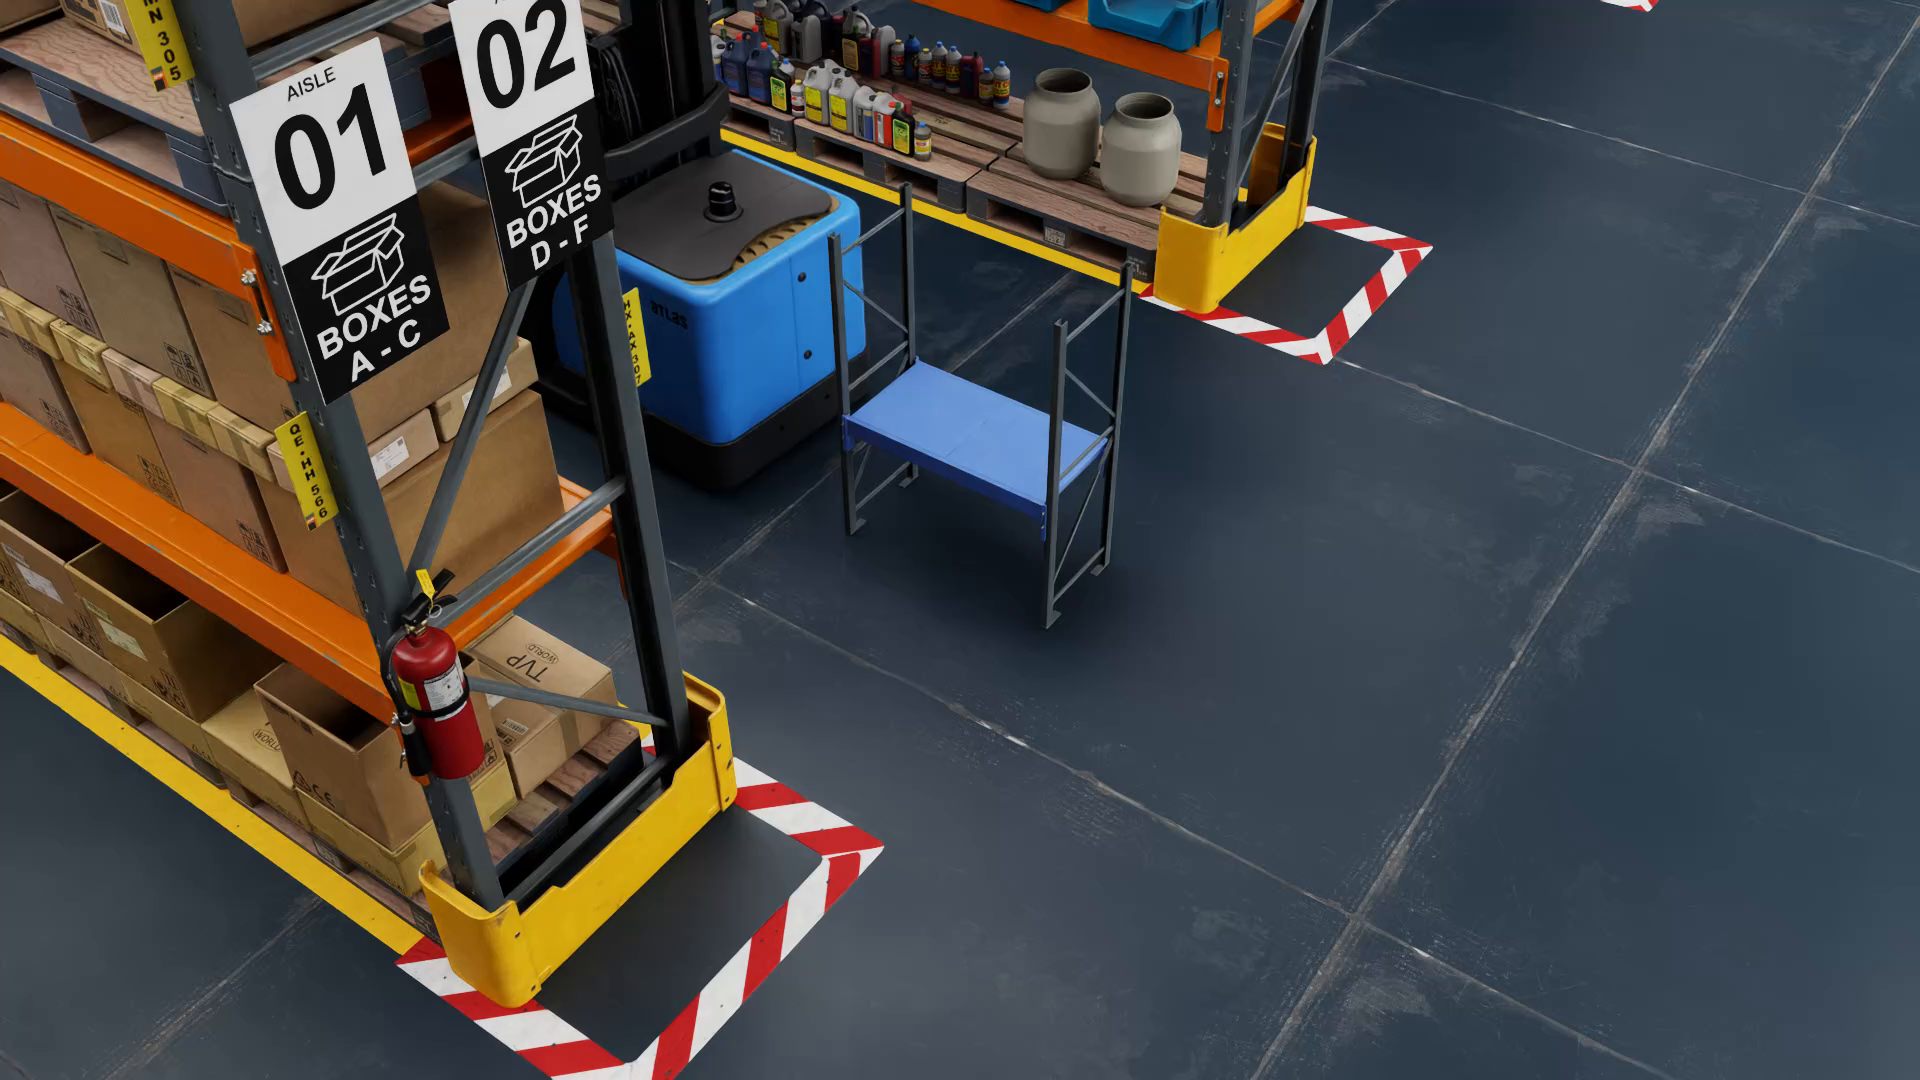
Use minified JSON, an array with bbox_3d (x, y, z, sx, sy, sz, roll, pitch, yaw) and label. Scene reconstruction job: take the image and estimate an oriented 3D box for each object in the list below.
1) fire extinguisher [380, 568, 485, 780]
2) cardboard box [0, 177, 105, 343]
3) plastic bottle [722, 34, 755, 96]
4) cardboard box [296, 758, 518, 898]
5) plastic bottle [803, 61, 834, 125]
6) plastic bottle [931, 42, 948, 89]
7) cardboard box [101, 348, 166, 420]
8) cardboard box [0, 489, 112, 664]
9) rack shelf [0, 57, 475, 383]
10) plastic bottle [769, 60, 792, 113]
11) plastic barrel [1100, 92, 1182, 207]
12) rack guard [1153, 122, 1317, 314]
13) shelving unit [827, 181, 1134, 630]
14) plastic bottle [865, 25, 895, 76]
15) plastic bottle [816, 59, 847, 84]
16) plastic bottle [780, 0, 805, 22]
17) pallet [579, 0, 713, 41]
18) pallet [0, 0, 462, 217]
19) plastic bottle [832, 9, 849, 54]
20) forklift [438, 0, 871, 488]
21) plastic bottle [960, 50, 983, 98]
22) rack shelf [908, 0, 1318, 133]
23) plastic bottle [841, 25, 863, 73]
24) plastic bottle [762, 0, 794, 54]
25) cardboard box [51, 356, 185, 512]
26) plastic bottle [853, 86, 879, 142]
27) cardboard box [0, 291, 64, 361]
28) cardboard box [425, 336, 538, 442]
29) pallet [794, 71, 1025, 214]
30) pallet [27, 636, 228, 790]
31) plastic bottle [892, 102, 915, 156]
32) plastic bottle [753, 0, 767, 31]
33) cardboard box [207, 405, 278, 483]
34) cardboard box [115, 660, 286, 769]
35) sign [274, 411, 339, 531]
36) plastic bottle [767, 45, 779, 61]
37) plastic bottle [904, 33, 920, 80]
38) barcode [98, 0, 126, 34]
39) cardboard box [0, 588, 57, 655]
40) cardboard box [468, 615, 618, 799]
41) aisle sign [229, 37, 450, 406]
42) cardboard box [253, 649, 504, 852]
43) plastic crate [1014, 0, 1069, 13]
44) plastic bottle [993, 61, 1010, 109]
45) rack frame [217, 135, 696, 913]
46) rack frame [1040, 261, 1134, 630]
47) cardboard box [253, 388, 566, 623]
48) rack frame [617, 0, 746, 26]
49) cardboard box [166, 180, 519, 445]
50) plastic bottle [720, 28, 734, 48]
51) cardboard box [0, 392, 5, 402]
[{"bbox_3d":[-1.470,0.387,4.626,0.183,0.674,0.296,25,48,25],"label":"fire extinguisher"},{"bbox_3d":[-2.565,-1.058,5.135,0.500,0.500,0.700,25,48,25],"label":"cardboard box"},{"bbox_3d":[-1.305,-2.816,9.804,0.185,0.351,0.144,26,48,26],"label":"plastic bottle"},{"bbox_3d":[-1.908,0.884,5.760,0.500,0.250,0.500,25,48,25],"label":"cardboard box"},{"bbox_3d":[-0.802,-2.581,9.542,0.185,0.351,0.144,25,47,25],"label":"plastic bottle"},{"bbox_3d":[-0.120,-2.824,9.873,0.097,0.271,0.097,0,42,0],"label":"plastic bottle"},{"bbox_3d":[-2.351,-0.557,5.061,0.250,0.149,0.380,26,48,26],"label":"cardboard box"},{"bbox_3d":[-3.145,0.038,6.143,0.500,0.500,0.500,25,48,25],"label":"cardboard box"},{"bbox_3d":[-2.937,-1.556,5.030,4.000,0.370,1.077,25,48,25],"label":"rack shelf"},{"bbox_3d":[-1.039,-2.633,9.650,0.133,0.283,0.061,27,48,27],"label":"plastic bottle"},{"bbox_3d":[0.965,-2.083,8.879,0.421,0.512,0.421,0,42,0],"label":"plastic barrel"},{"bbox_3d":[1.458,-1.715,8.792,0.348,0.500,1.175,25,48,25],"label":"rack guard"},{"bbox_3d":[0.070,-0.526,6.713,1.048,1.500,0.538,25,48,25],"label":"shelving unit"},{"bbox_3d":[-0.482,-2.973,10.036,0.135,0.276,0.152,26,48,26],"label":"plastic bottle"},{"bbox_3d":[-0.738,-2.644,9.668,0.135,0.276,0.152,25,48,25],"label":"plastic bottle"},{"bbox_3d":[-1.035,-3.262,10.303,0.185,0.351,0.144,24,47,24],"label":"plastic bottle"},{"bbox_3d":[-2.393,-3.415,10.909,1.213,0.211,1.003,25,48,25],"label":"pallet"},{"bbox_3d":[-1.864,-1.310,4.282,1.213,0.211,1.003,25,48,25],"label":"pallet"},{"bbox_3d":[-0.720,-3.124,10.199,0.133,0.283,0.061,28,49,28],"label":"plastic bottle"},{"bbox_3d":[-1.892,-2.146,7.451,3.031,2.935,1.130,28,49,28],"label":"forklift"},{"bbox_3d":[0.067,-2.756,9.788,0.133,0.283,0.061,26,48,26],"label":"plastic bottle"},{"bbox_3d":[-0.090,-3.141,9.050,4.000,0.370,1.077,25,48,25],"label":"rack shelf"},{"bbox_3d":[-0.651,-2.974,10.032,0.133,0.283,0.061,25,48,25],"label":"plastic bottle"},{"bbox_3d":[-1.117,-3.184,10.215,0.185,0.351,0.144,25,48,25],"label":"plastic bottle"},{"bbox_3d":[-2.510,-0.555,5.546,0.500,0.500,0.700,25,48,26],"label":"cardboard box"},{"bbox_3d":[-0.512,-2.421,9.419,0.135,0.276,0.152,24,47,24],"label":"plastic bottle"},{"bbox_3d":[-2.783,-0.757,5.285,0.250,0.149,0.380,26,48,26],"label":"cardboard box"},{"bbox_3d":[-1.497,-0.487,4.984,0.250,0.149,0.380,25,47,25],"label":"cardboard box"},{"bbox_3d":[-0.198,-2.389,9.762,1.213,0.211,1.003,25,48,25],"label":"pallet"},{"bbox_3d":[-2.945,0.361,6.688,1.213,0.211,1.003,25,48,25],"label":"pallet"},{"bbox_3d":[-0.314,-2.294,9.271,0.133,0.283,0.061,26,48,26],"label":"plastic bottle"},{"bbox_3d":[-1.251,-3.327,10.488,0.097,0.201,0.097,0,42,0],"label":"plastic bottle"},{"bbox_3d":[-1.937,-0.361,4.843,0.250,0.149,0.380,26,48,26],"label":"cardboard box"},{"bbox_3d":[-2.735,0.508,6.180,0.500,0.250,0.500,25,48,25],"label":"cardboard box"},{"bbox_3d":[-1.623,-0.169,4.144,0.005,0.325,0.100,25,48,25],"label":"sign"},{"bbox_3d":[-1.117,-2.797,9.842,0.097,0.271,0.097,0,42,0],"label":"plastic bottle"},{"bbox_3d":[-0.286,-2.902,9.960,0.097,0.271,0.097,0,42,0],"label":"plastic bottle"},{"bbox_3d":[-1.824,-1.127,3.575,0.075,0.075,0.001,25,48,25],"label":"barcode"},{"bbox_3d":[-3.556,0.128,6.605,0.500,0.250,0.500,25,48,25],"label":"cardboard box"},{"bbox_3d":[-1.611,0.601,6.076,0.500,0.250,0.500,25,48,25],"label":"cardboard box"},{"bbox_3d":[-1.415,-0.724,3.860,0.004,0.787,0.394,25,48,25],"label":"aisle sign"},{"bbox_3d":[-1.910,0.605,5.509,0.500,0.500,0.500,25,48,25],"label":"cardboard box"},{"bbox_3d":[0.438,-2.868,8.317,0.408,0.251,0.499,25,48,25],"label":"plastic crate"},{"bbox_3d":[0.242,-2.655,9.684,0.097,0.271,0.097,0,42,0],"label":"plastic bottle"},{"bbox_3d":[-1.300,0.059,4.934,0.127,3.000,1.000,25,48,25],"label":"rack frame"},{"bbox_3d":[0.486,-0.332,6.496,0.032,1.500,0.500,25,48,25],"label":"rack frame"},{"bbox_3d":[-1.675,-0.164,5.108,0.500,0.500,0.700,25,48,25],"label":"cardboard box"},{"bbox_3d":[-1.727,-4.175,9.666,0.127,3.000,1.000,25,48,25],"label":"rack frame"},{"bbox_3d":[-1.718,-0.667,4.698,0.500,0.500,0.700,25,48,25],"label":"cardboard box"},{"bbox_3d":[-1.377,-2.915,9.965,0.133,0.283,0.061,25,48,25],"label":"plastic bottle"},{"bbox_3d":[-3.364,-0.950,5.988,0.500,0.500,0.700,26,48,26],"label":"cardboard box"}]
